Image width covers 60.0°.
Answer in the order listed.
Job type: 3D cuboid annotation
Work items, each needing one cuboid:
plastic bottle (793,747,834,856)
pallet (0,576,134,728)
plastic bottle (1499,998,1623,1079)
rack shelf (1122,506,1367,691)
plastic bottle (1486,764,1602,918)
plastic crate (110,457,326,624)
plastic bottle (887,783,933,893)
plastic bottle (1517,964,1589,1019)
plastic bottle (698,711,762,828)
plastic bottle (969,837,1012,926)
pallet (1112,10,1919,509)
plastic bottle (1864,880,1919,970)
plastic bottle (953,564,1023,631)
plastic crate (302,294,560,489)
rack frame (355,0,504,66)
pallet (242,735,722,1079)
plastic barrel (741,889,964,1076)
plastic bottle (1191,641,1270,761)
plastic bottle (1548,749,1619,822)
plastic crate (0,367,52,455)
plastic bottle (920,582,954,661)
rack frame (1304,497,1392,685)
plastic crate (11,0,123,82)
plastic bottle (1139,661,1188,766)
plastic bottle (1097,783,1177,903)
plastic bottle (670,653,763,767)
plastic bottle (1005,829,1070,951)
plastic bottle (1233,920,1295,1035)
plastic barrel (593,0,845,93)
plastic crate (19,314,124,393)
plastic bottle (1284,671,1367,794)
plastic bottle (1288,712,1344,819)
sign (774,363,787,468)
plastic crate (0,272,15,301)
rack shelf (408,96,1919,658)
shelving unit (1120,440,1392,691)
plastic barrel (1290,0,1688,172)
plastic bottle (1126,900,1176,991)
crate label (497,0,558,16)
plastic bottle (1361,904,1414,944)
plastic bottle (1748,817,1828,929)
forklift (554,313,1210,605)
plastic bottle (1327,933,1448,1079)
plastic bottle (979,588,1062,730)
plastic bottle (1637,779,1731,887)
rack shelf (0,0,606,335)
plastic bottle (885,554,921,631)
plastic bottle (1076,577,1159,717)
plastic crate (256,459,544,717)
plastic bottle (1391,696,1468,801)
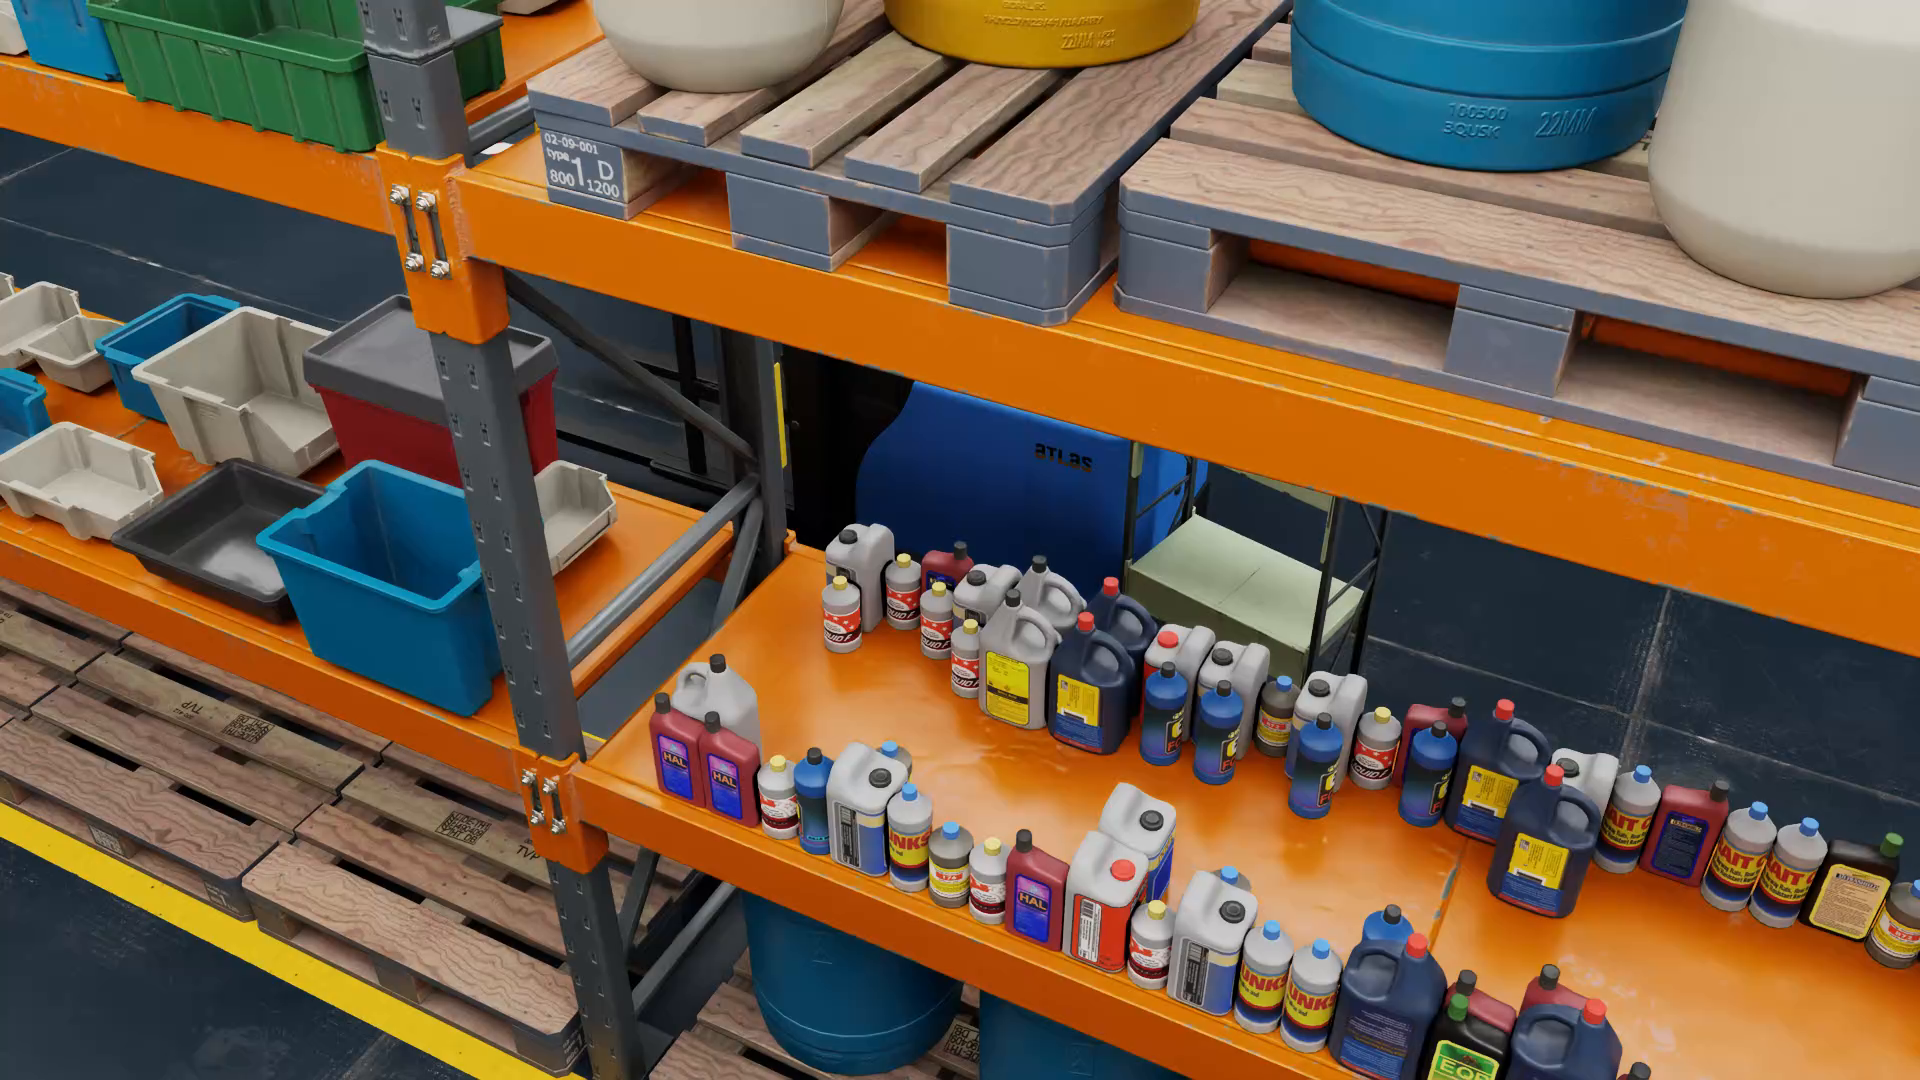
[{"bbox_3d":[-0.311,0.561,3.636,0.097,0.271,0.097,0,37,0],"label":"plastic bottle"},{"bbox_3d":[-3.594,0.341,6.126,1.213,0.211,1.003,17,41,21],"label":"pallet"},{"bbox_3d":[1.103,0.956,3.050,0.185,0.351,0.144,17,41,21],"label":"plastic bottle"},{"bbox_3d":[0.968,0.261,5.704,0.720,0.370,0.431,27,45,31],"label":"rack shelf"},{"bbox_3d":[1.238,0.617,3.497,0.185,0.351,0.144,17,41,21],"label":"plastic bottle"},{"bbox_3d":[-1.874,0.011,4.432,0.590,0.125,0.437,17,41,21],"label":"plastic crate"},{"bbox_3d":[-0.105,0.626,3.551,0.097,0.271,0.097,0,37,0],"label":"plastic bottle"},{"bbox_3d":[1.127,0.921,3.152,0.133,0.283,0.061,17,41,21],"label":"plastic bottle"},{"bbox_3d":[-0.509,0.507,3.698,0.133,0.283,0.061,17,41,21],"label":"plastic bottle"},{"bbox_3d":[0.067,0.708,3.501,0.097,0.201,0.097,0,37,0],"label":"plastic bottle"},{"bbox_3d":[0.993,-0.548,2.666,1.213,0.211,1.003,17,41,21],"label":"pallet"},{"bbox_3d":[1.940,0.777,3.409,0.097,0.201,0.097,0,37,0],"label":"plastic bottle"},{"bbox_3d":[0.066,0.180,4.135,0.135,0.276,0.152,17,41,21],"label":"plastic bottle"},{"bbox_3d":[-1.434,-0.340,4.614,0.583,0.464,0.402,17,41,21],"label":"plastic crate"},{"bbox_3d":[-0.757,-2.297,2.333,0.127,3.000,1.000,17,41,21],"label":"rack frame"},{"bbox_3d":[-1.427,1.020,5.232,1.213,0.211,1.003,17,41,21],"label":"pallet"},{"bbox_3d":[-0.281,0.921,4.443,0.708,0.901,0.600,17,41,21],"label":"plastic barrel"},{"bbox_3d":[0.634,0.357,3.901,0.135,0.276,0.152,17,41,21],"label":"plastic bottle"},{"bbox_3d":[1.328,0.575,3.615,0.135,0.276,0.152,17,41,21],"label":"plastic bottle"},{"bbox_3d":[-2.805,-0.282,4.729,0.300,0.233,0.416,17,41,21],"label":"plastic crate"},{"bbox_3d":[-0.052,0.195,4.177,0.097,0.201,0.097,0,37,0],"label":"plastic bottle"},{"bbox_3d":[1.247,0.145,5.319,0.023,1.500,0.400,27,45,31],"label":"rack frame"},{"bbox_3d":[-1.712,-1.117,3.399,0.300,0.233,0.416,17,41,21],"label":"plastic crate"},{"bbox_3d":[0.473,0.394,3.857,0.097,0.271,0.097,0,37,0],"label":"plastic bottle"},{"bbox_3d":[0.371,0.651,3.514,0.135,0.276,0.152,17,41,21],"label":"plastic bottle"},{"bbox_3d":[-0.557,0.395,3.789,0.185,0.351,0.144,17,41,21],"label":"plastic bottle"},{"bbox_3d":[0.161,0.717,3.421,0.133,0.283,0.061,17,41,21],"label":"plastic bottle"},{"bbox_3d":[0.598,0.846,3.261,0.097,0.271,0.097,0,37,0],"label":"plastic bottle"},{"bbox_3d":[-0.404,-1.043,2.702,0.433,0.535,0.433,0,37,0],"label":"plastic barrel"},{"bbox_3d":[-2.720,-0.584,5.207,0.250,0.136,0.298,17,41,21],"label":"plastic crate"},{"bbox_3d":[0.840,0.422,3.816,0.135,0.276,0.152,17,41,21],"label":"plastic bottle"},{"bbox_3d":[0.799,0.496,3.723,0.097,0.271,0.097,0,37,0],"label":"plastic bottle"},{"bbox_3d":[-0.502,-0.313,4.452,0.005,0.325,0.100,17,41,21],"label":"sign"},{"bbox_3d":[-3.250,-0.721,5.387,0.243,0.136,0.396,17,41,21],"label":"plastic crate"},{"bbox_3d":[1.019,-0.260,2.725,4.000,0.370,1.077,17,41,21],"label":"rack shelf"},{"bbox_3d":[0.968,0.002,5.507,0.755,1.500,0.431,27,45,31],"label":"shelving unit"},{"bbox_3d":[0.829,-1.077,2.445,0.708,0.901,0.600,17,41,21],"label":"plastic barrel"},{"bbox_3d":[0.392,0.809,3.367,0.097,0.201,0.097,0,37,0],"label":"plastic bottle"},{"bbox_3d":[-1.058,-1.288,3.704,0.466,0.136,0.293,17,41,21],"label":"crate label"},{"bbox_3d":[0.837,0.823,3.292,0.097,0.271,0.097,0,37,0],"label":"plastic bottle"},{"bbox_3d":[1.735,0.685,3.473,0.097,0.271,0.097,0,37,0],"label":"plastic bottle"},{"bbox_3d":[-0.561,-1.341,6.092,3.031,2.935,1.130,17,40,21],"label":"forklift"},{"bbox_3d":[0.820,0.868,3.166,0.185,0.351,0.144,17,41,21],"label":"plastic bottle"},{"bbox_3d":[0.144,0.269,3.955,0.185,0.351,0.144,17,41,21],"label":"plastic bottle"},{"bbox_3d":[1.555,0.611,3.560,0.133,0.283,0.061,17,41,21],"label":"plastic bottle"},{"bbox_3d":[-2.533,-1.372,4.190,4.000,0.370,1.077,17,41,21],"label":"rack shelf"},{"bbox_3d":[-0.142,0.125,4.268,0.097,0.201,0.097,0,37,0],"label":"plastic bottle"},{"bbox_3d":[0.374,0.243,3.989,0.185,0.351,0.144,17,41,21],"label":"plastic bottle"},{"bbox_3d":[-1.328,0.128,4.064,0.575,0.384,0.392,17,41,21],"label":"plastic crate"},{"bbox_3d":[1.066,0.459,3.762,0.133,0.283,0.061,17,41,21],"label":"plastic bottle"}]
